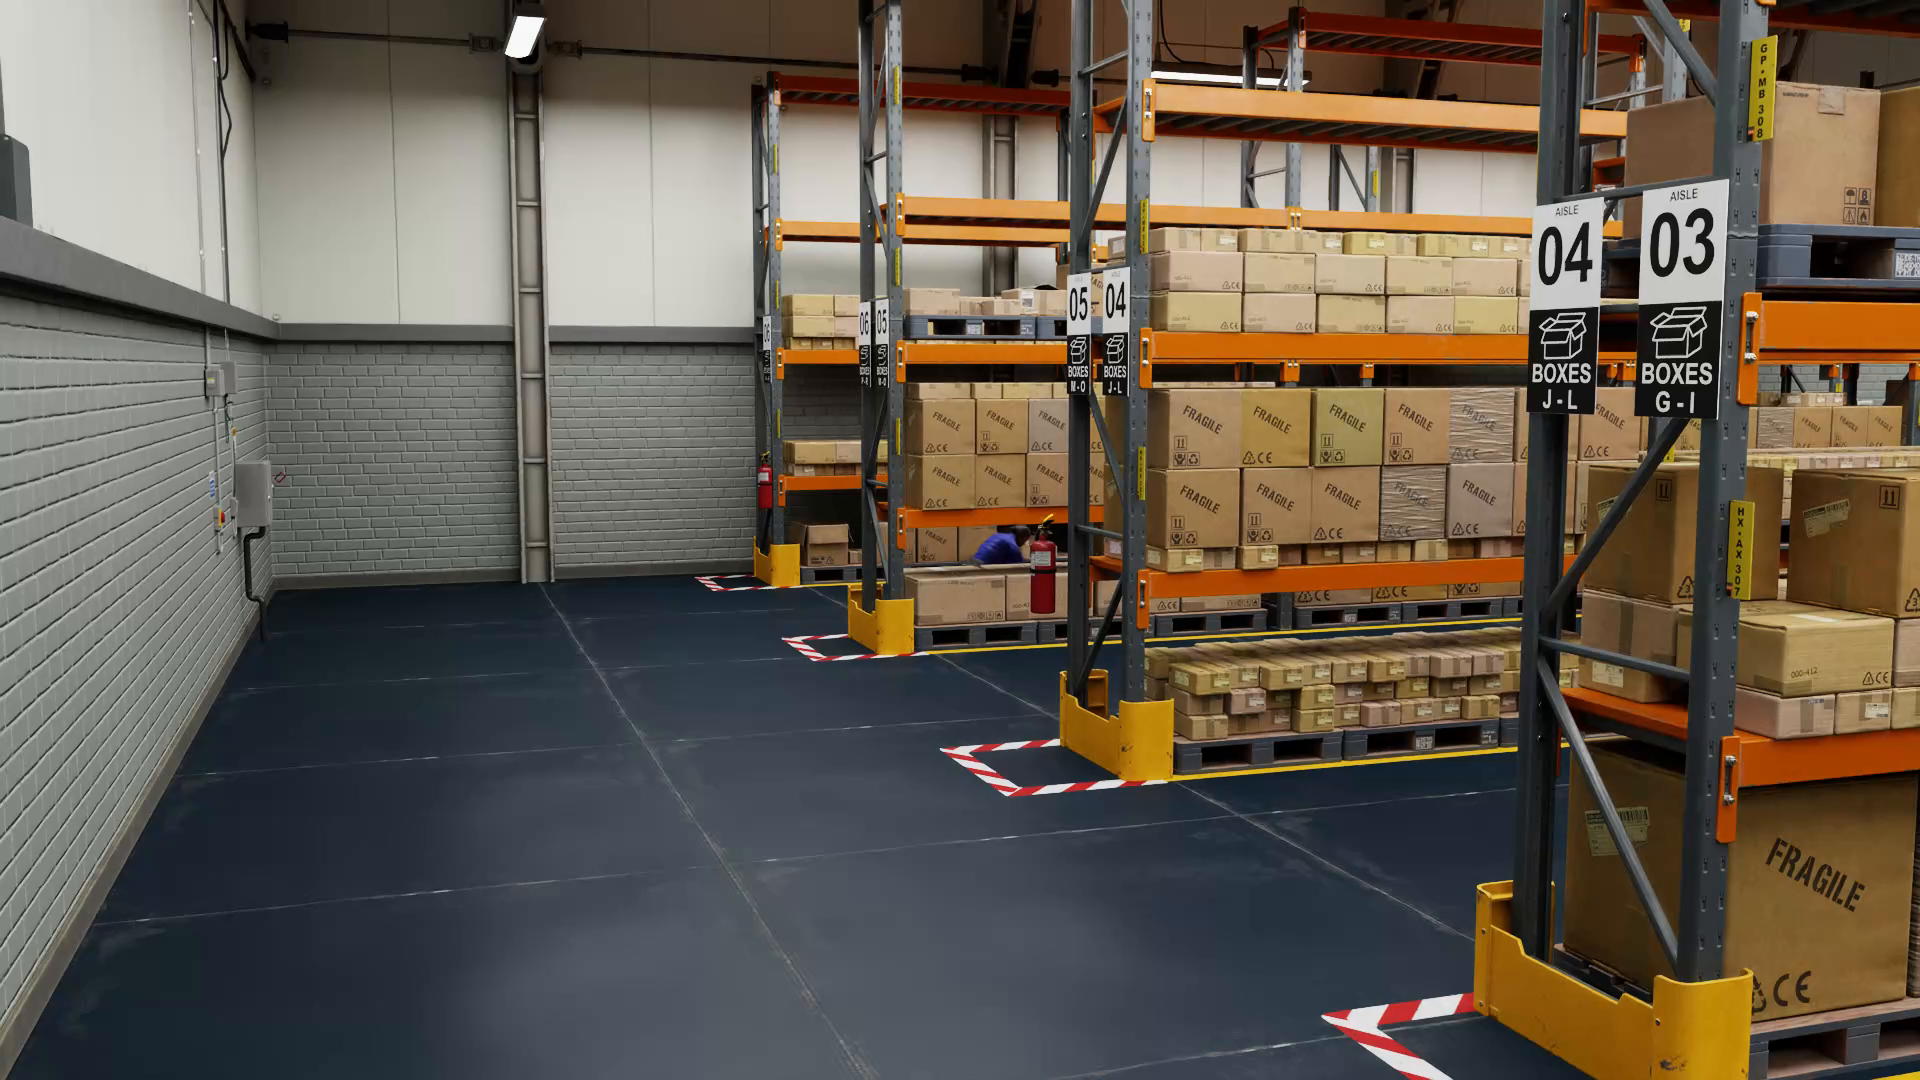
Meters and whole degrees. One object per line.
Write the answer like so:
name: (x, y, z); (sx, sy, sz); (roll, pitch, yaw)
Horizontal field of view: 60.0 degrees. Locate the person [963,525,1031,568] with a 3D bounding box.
person: (0.435, 0.318, 17.572); (0.851, 0.943, 0.461); (-2, 6, -19)
